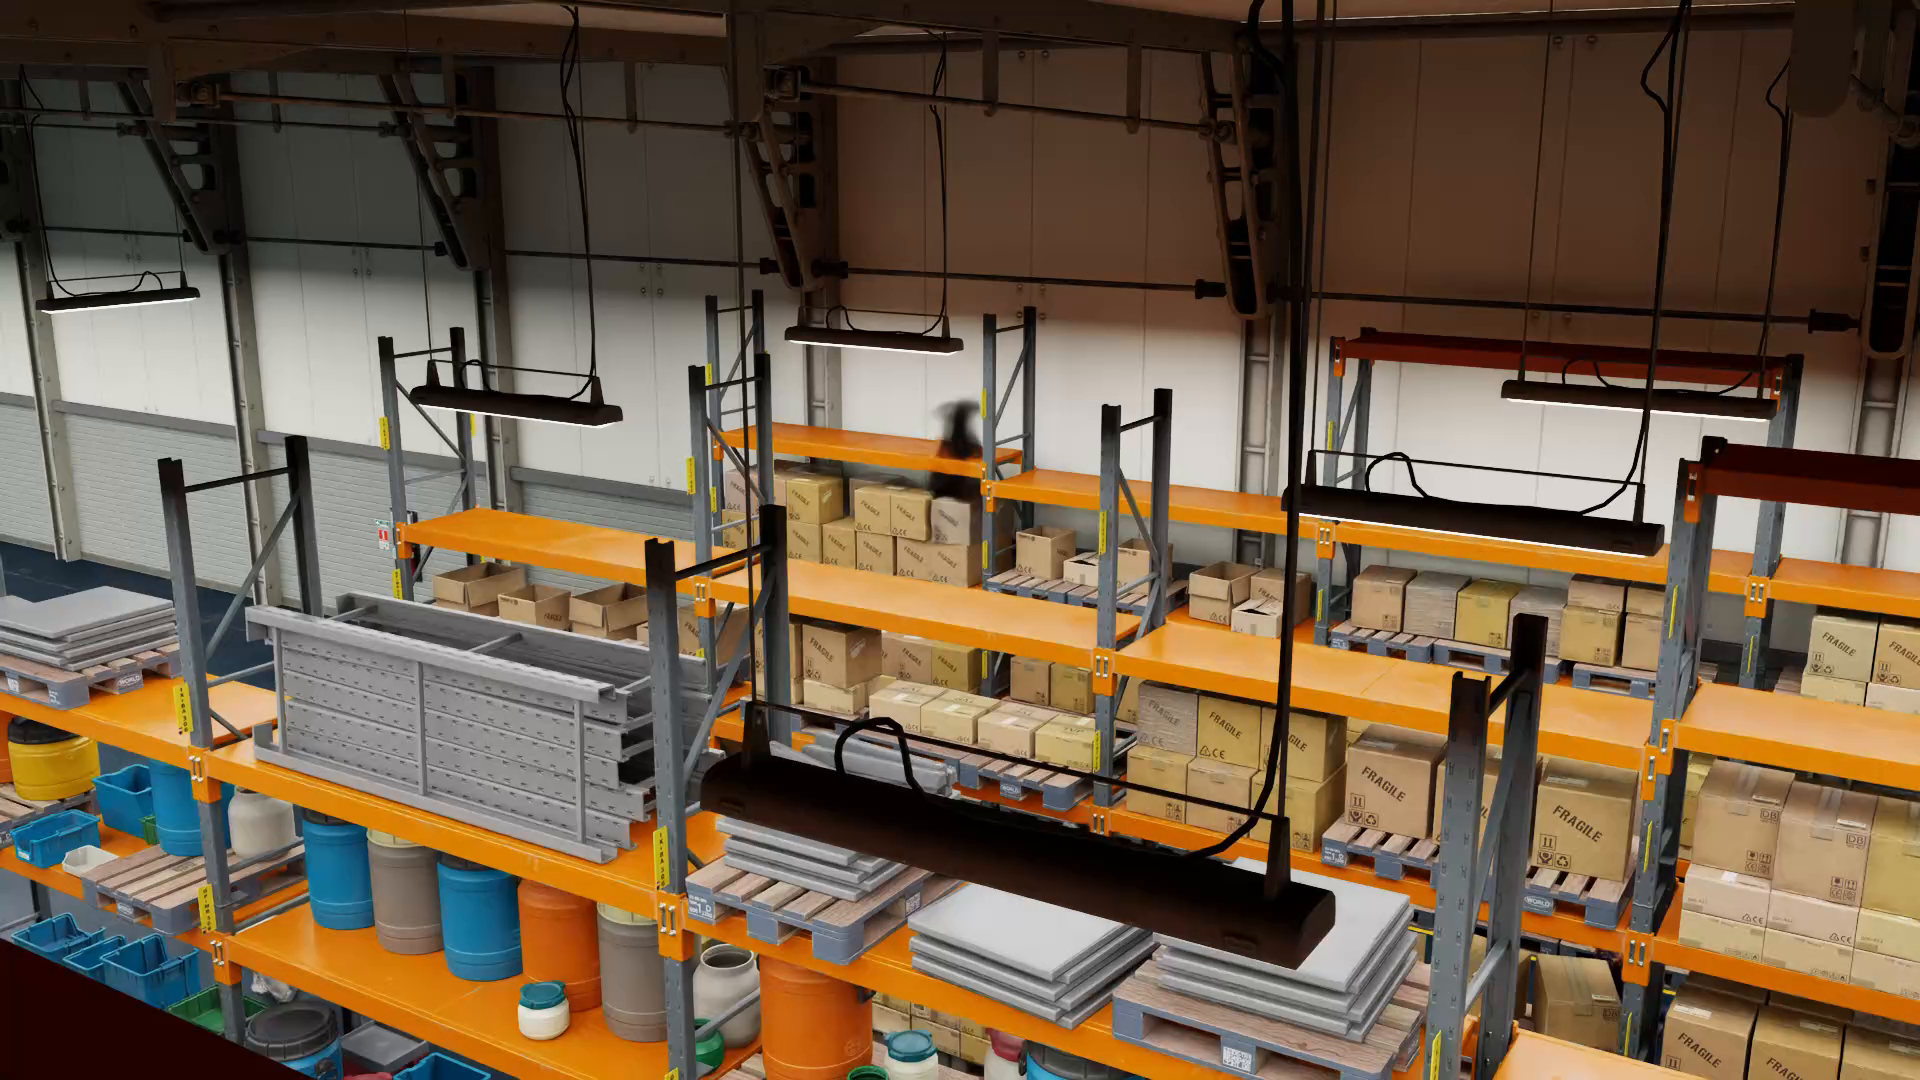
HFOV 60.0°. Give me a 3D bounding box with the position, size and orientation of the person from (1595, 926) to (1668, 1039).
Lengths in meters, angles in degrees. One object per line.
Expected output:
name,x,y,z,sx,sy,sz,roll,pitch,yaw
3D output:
person,5.944,3.801,14.692,0.956,1.614,0.631,3,14,10

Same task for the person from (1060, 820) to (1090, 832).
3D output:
person,1.110,3.264,16.519,0.671,1.708,0.655,7,16,27

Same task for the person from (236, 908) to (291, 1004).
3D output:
person,-6.488,3.527,15.179,0.922,1.752,0.718,8,16,28
